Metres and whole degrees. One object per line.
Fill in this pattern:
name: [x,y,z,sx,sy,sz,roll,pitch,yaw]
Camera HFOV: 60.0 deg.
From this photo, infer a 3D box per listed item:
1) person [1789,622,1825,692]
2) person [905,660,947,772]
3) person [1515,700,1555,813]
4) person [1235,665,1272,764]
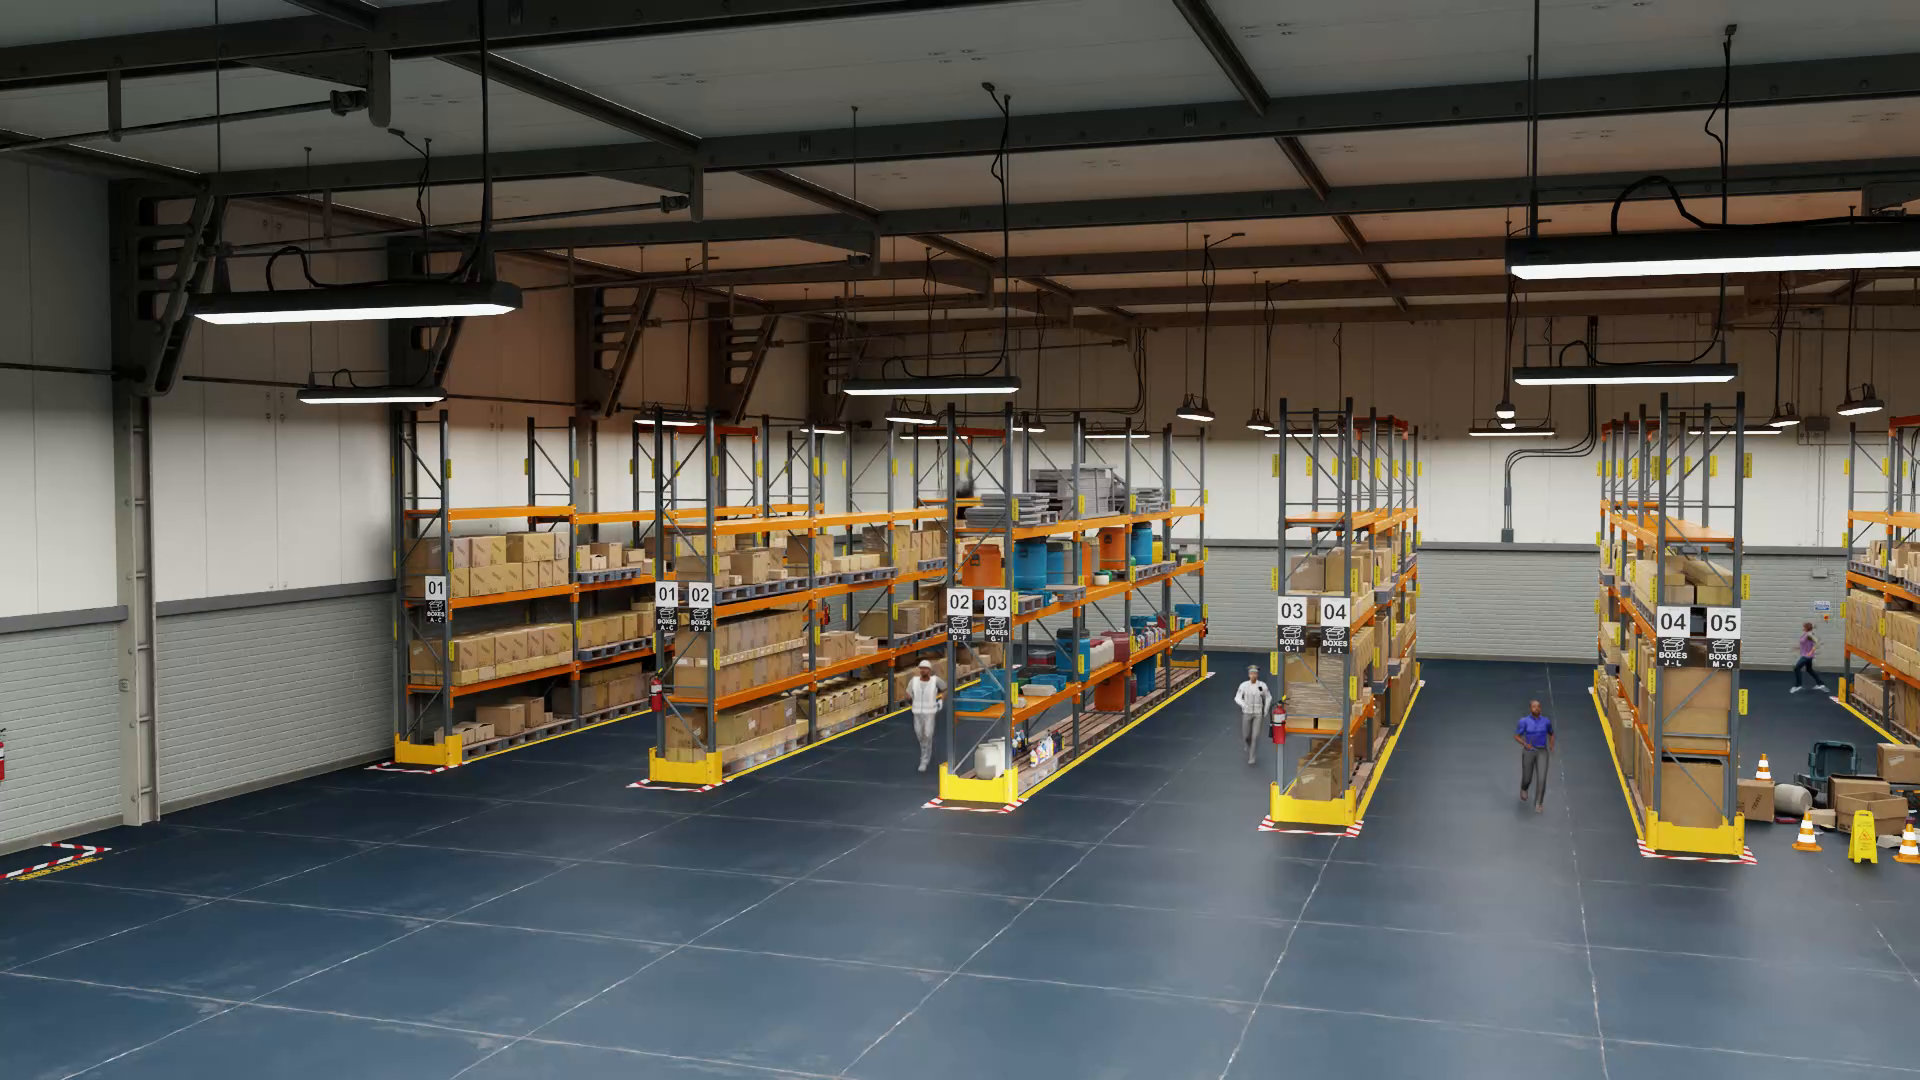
person: [18.907,2.623,37.073,0.720,1.615,0.590,1,3,23]
person: [-0.595,2.882,27.596,0.677,1.778,0.961,1,3,15]
person: [8.448,3.151,24.409,0.583,1.601,0.731,0,2,9]
person: [5.005,2.952,28.359,0.619,1.663,0.684,0,2,10]
